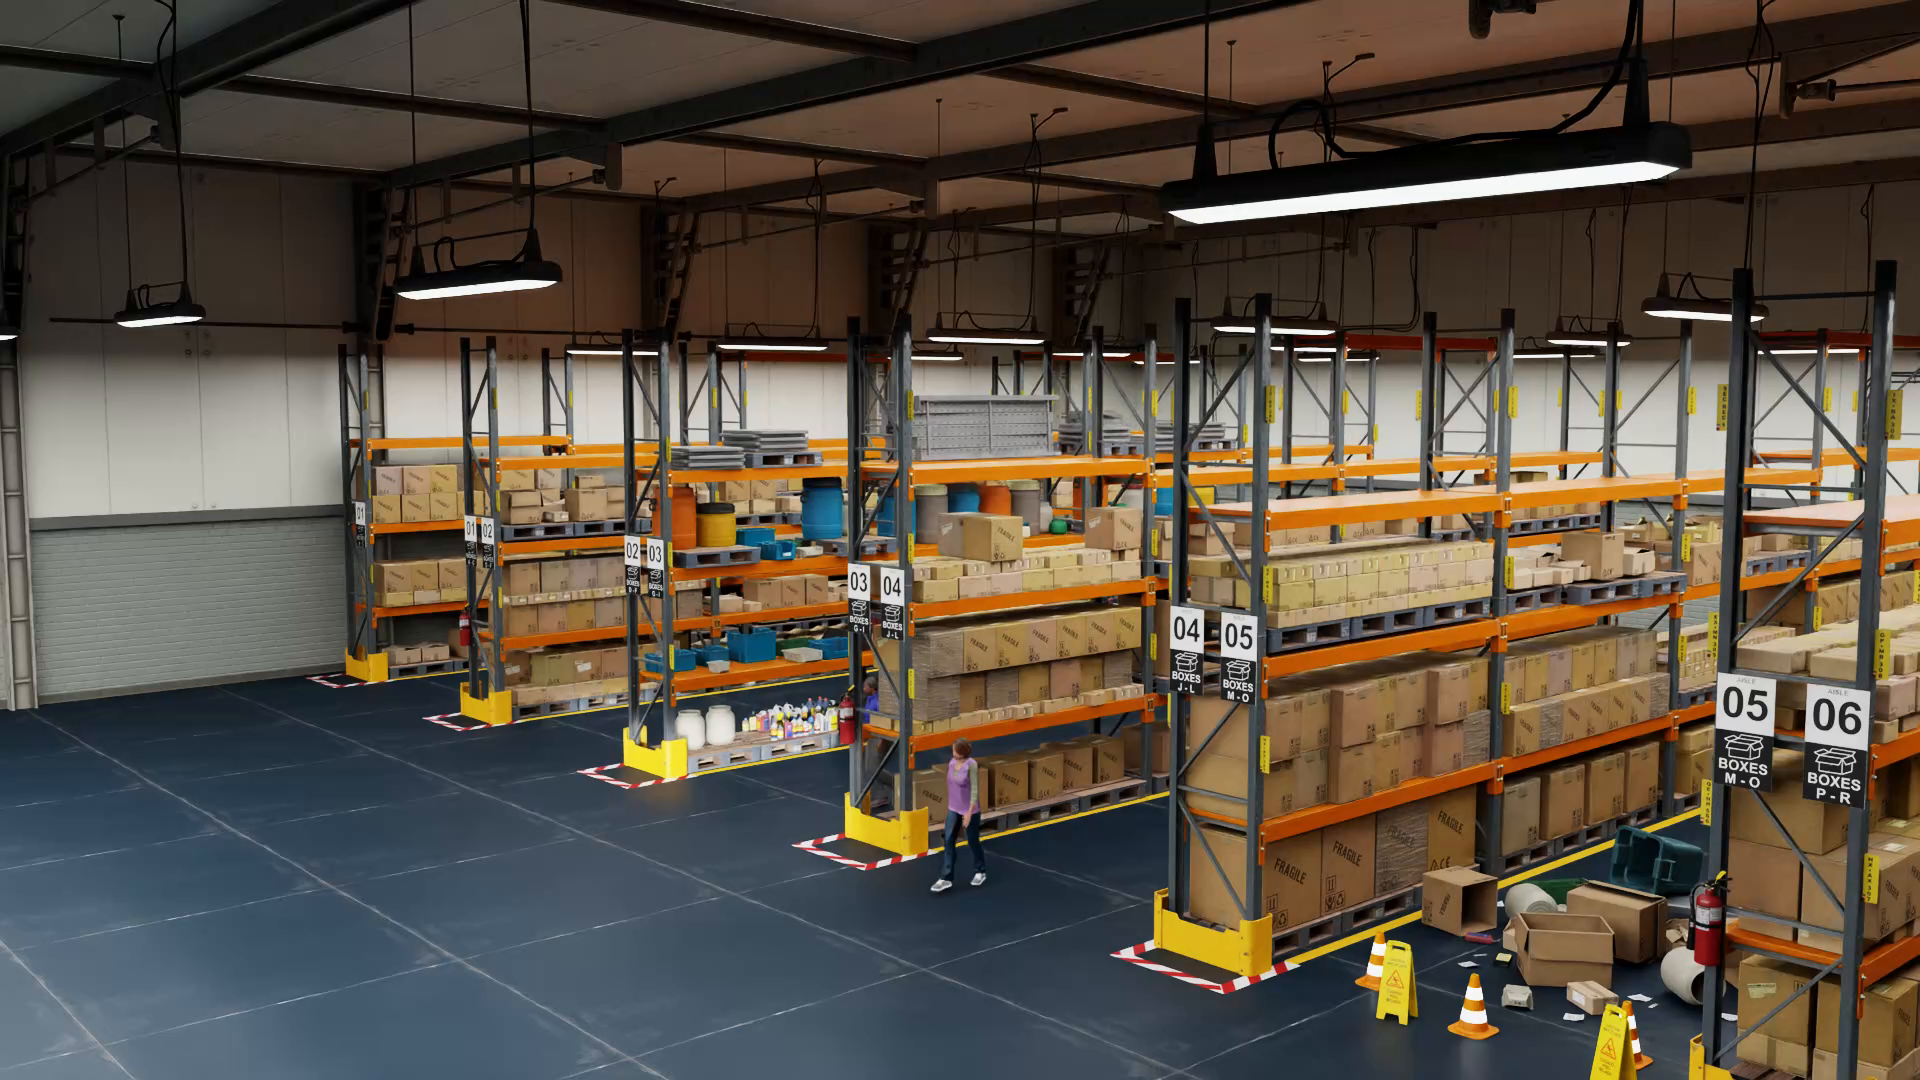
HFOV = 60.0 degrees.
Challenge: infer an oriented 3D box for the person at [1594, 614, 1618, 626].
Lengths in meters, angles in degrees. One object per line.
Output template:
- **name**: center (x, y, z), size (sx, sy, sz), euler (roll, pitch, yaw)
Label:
- **person**: center (11.874, 1.649, 30.559), size (0.425, 1.544, 1.037), euler (-1, 5, -12)

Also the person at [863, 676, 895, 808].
- **person**: center (-0.958, 2.502, 20.719), size (0.469, 1.639, 0.522), euler (-2, 6, -22)

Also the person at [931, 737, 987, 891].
- **person**: center (0.016, 2.825, 17.240), size (0.465, 1.578, 0.712), euler (4, 7, 40)
